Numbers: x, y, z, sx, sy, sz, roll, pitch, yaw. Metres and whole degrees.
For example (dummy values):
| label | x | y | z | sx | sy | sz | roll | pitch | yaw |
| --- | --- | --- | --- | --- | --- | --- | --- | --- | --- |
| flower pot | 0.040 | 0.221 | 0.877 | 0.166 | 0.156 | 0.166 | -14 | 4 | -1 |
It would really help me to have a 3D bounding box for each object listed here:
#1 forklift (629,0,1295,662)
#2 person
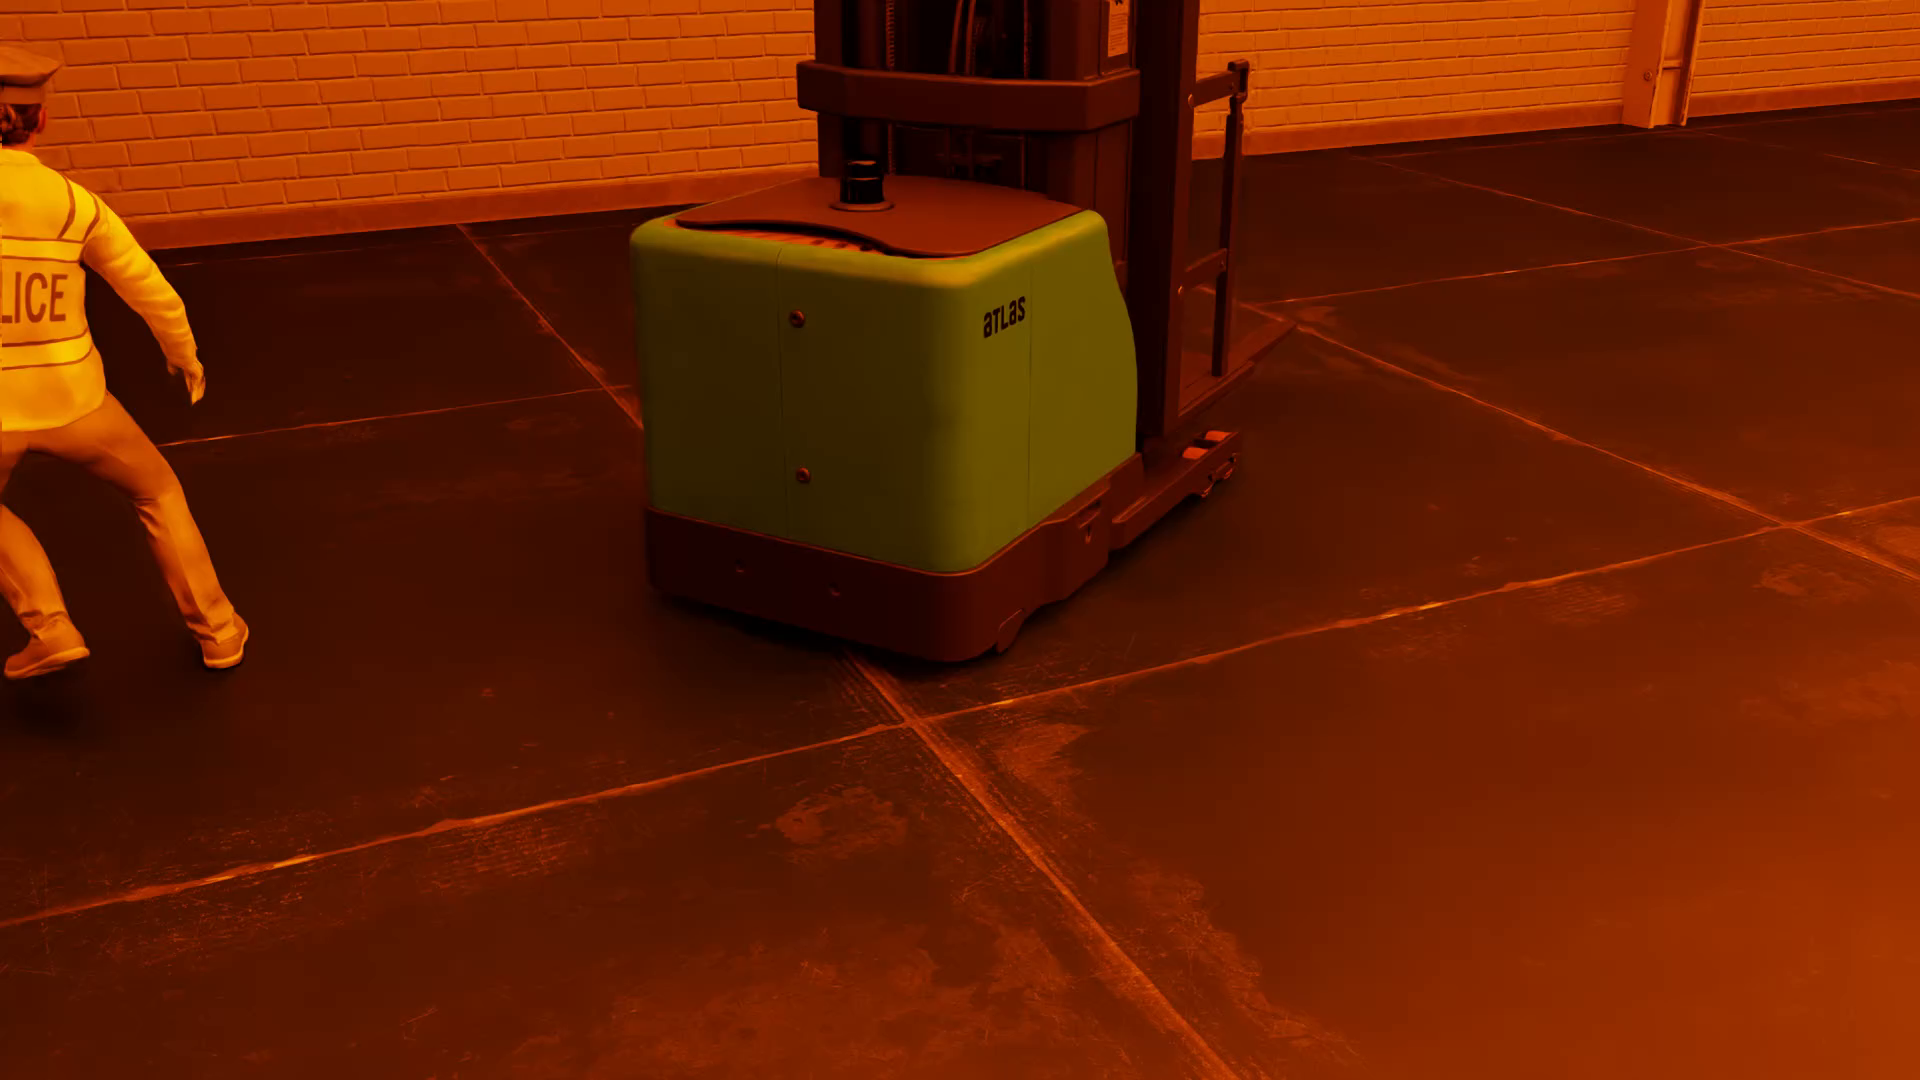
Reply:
| label | x | y | z | sx | sy | sz | roll | pitch | yaw |
| --- | --- | --- | --- | --- | --- | --- | --- | --- | --- |
| forklift | 0.294 | -1.569 | 5.063 | 1.130 | 2.935 | 3.031 | 12 | 25 | 27 |
| person | -2.141 | -0.360 | 3.925 | 0.698 | 1.560 | 0.471 | -13 | 26 | -28 |
